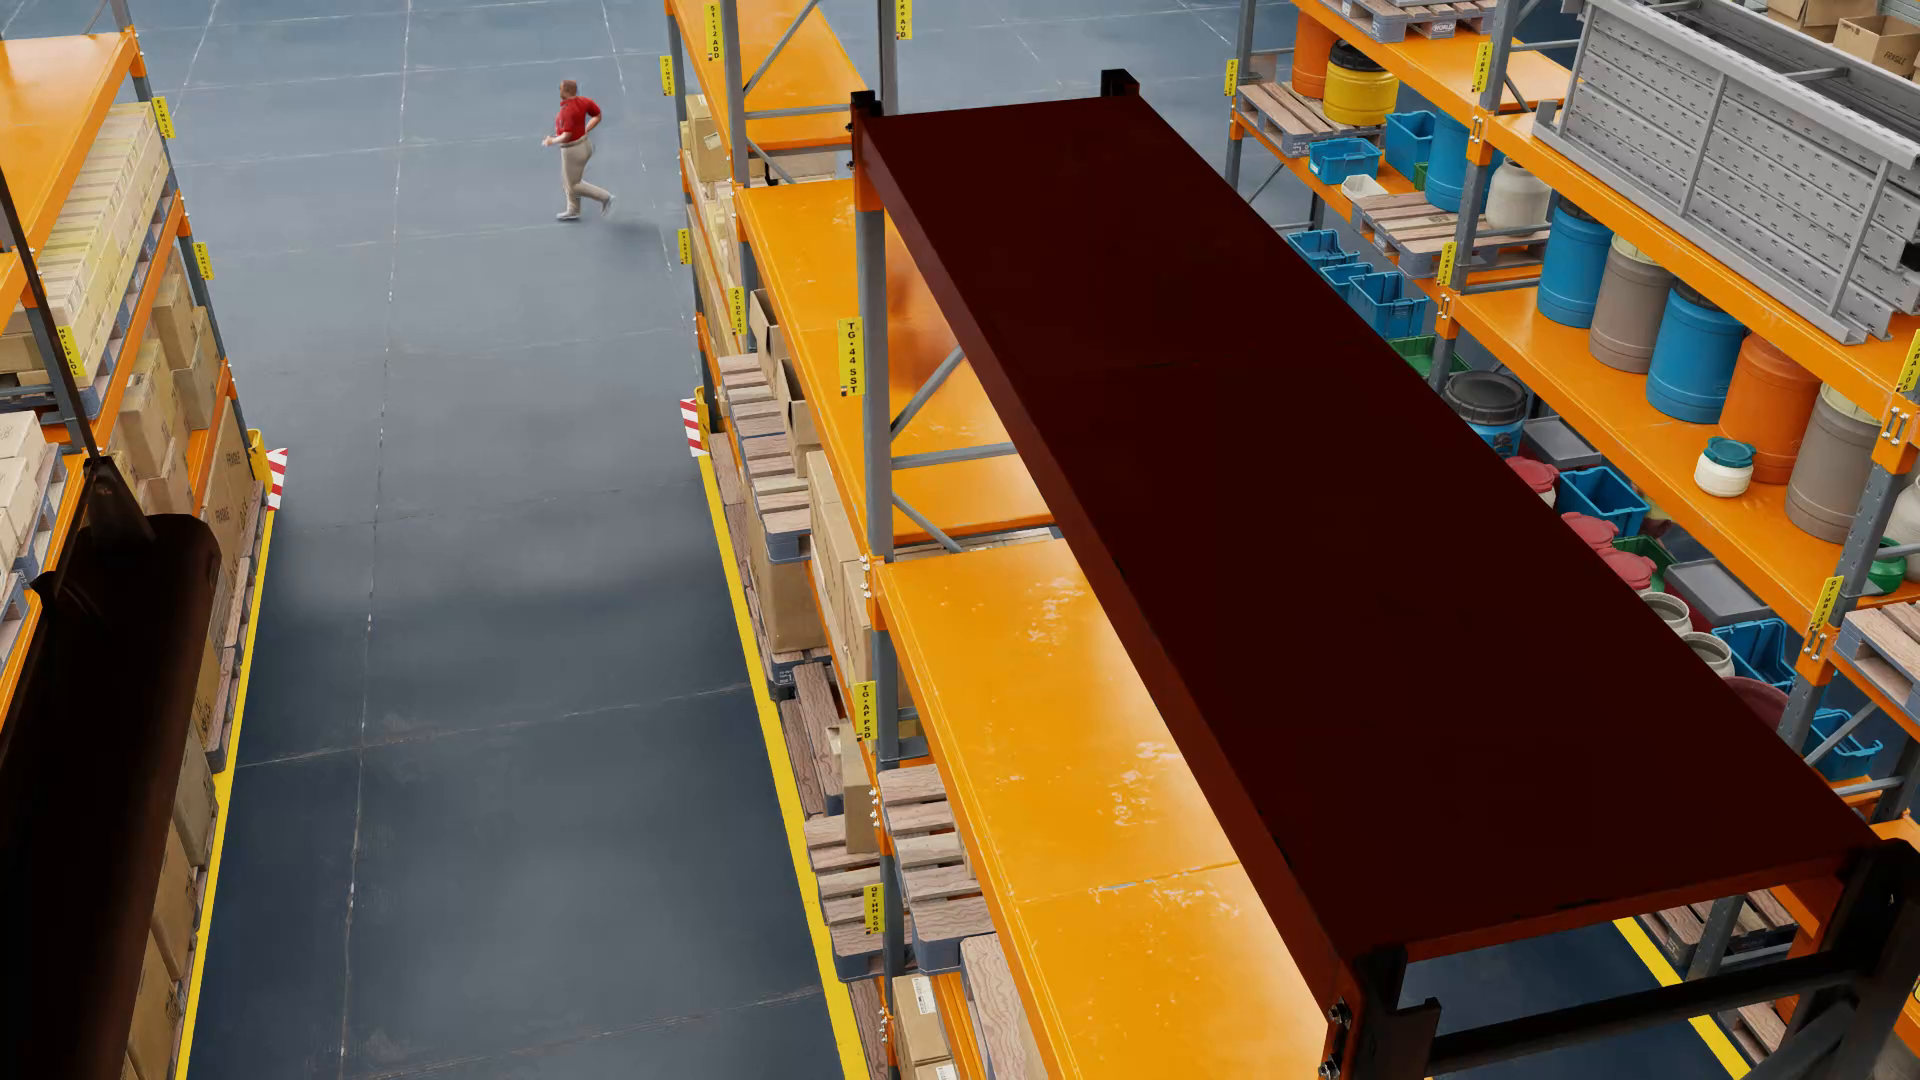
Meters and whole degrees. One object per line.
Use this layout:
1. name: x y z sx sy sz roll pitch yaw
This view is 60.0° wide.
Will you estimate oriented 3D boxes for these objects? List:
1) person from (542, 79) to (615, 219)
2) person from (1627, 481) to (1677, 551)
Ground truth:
1. person: -4.372 -4.456 19.120 0.843 1.721 0.663 9 36 13
2. person: 5.439 -0.192 12.946 0.574 1.639 0.585 -7 35 -10
